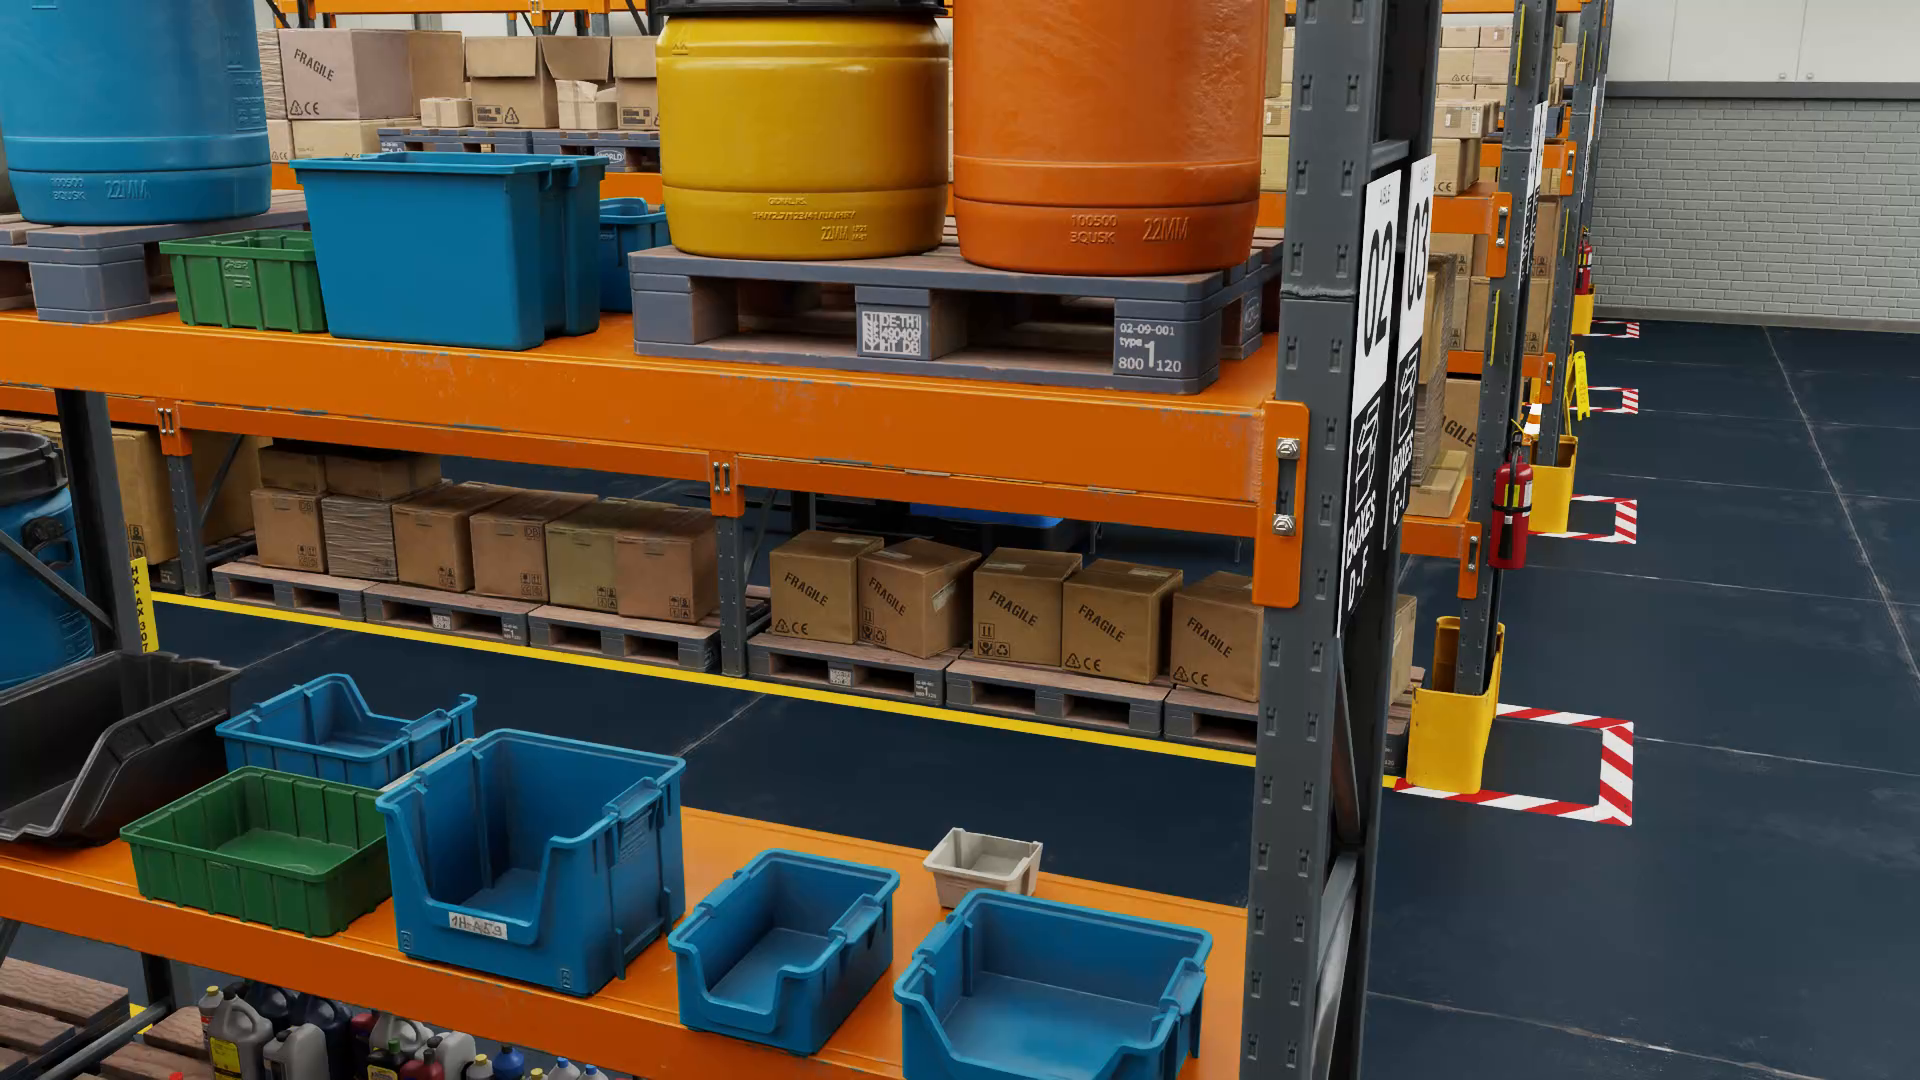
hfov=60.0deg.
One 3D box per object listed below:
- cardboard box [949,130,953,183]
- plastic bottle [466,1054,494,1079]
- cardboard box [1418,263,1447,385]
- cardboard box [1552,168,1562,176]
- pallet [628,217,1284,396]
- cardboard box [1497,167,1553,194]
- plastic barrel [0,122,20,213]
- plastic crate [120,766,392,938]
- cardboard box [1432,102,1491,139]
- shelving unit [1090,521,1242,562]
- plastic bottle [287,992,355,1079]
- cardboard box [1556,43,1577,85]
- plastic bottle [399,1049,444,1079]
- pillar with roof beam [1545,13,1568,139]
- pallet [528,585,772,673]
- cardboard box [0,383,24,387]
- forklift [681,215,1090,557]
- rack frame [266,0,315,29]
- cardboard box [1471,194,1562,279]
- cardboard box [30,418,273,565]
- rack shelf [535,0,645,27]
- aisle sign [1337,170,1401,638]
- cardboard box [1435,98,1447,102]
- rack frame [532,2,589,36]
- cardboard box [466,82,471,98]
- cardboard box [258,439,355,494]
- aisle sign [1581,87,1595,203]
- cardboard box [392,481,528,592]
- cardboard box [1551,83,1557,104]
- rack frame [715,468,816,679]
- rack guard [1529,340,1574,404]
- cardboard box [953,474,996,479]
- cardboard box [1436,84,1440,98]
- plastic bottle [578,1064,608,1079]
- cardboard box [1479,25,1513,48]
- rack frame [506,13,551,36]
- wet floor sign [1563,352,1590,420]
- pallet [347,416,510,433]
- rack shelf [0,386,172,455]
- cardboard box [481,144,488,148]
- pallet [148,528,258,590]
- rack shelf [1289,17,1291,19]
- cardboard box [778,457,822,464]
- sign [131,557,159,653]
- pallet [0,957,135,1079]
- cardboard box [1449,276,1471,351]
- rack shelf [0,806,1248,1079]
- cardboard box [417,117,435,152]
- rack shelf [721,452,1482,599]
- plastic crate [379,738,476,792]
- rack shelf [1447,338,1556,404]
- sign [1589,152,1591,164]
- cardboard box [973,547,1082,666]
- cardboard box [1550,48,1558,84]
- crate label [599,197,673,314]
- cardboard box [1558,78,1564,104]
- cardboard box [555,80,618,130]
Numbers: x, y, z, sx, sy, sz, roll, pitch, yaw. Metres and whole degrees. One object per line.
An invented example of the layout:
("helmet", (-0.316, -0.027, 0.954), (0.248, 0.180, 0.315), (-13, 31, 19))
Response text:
("cardboard box", (0.158, -1.935, 8.349), (0.500, 0.250, 0.500), (6, 17, 18))
("plastic bottle", (-1.483, 1.698, 5.175), (0.097, 0.201, 0.097), (0, 16, 0))
("cardboard box", (1.999, -1.040, 7.869), (0.500, 0.500, 0.500), (6, 17, 21))
("cardboard box", (7.645, -4.719, 21.172), (0.250, 0.149, 0.380), (6, 17, 21))
("pallet", (0.051, -0.552, 3.653), (1.213, 0.211, 1.003), (6, 17, 21))
("cardboard box", (5.682, -3.613, 16.734), (0.500, 0.500, 0.700), (6, 17, 19))
("plastic barrel", (-2.608, -1.102, 4.256), (0.421, 0.512, 0.421), (0, 16, 0))
("plastic crate", (-1.778, 0.813, 4.374), (0.662, 0.188, 0.450), (6, 17, 21))
("cardboard box", (2.229, -1.884, 7.457), (0.250, 0.149, 0.380), (6, 17, 21))
("shelving unit", (1.485, -0.661, 11.759), (1.048, 1.500, 0.538), (3, 16, 11))
("plastic bottle", (-2.053, 1.570, 5.346), (0.185, 0.351, 0.144), (5, 17, 18))
("cardboard box", (7.554, -5.955, 20.813), (0.500, 0.500, 0.500), (7, 18, 22))
("plastic bottle", (-1.642, 1.681, 5.086), (0.133, 0.283, 0.061), (6, 17, 21))
("pillar with roof beam", (6.159, -6.304, 17.748), (0.400, 9.000, 9.100), (6, 17, 21))
("pallet", (-1.844, 0.474, 10.162), (1.213, 0.211, 1.003), (6, 17, 21))
("cardboard box", (-6.336, -1.334, 11.209), (0.500, 0.500, 0.500), (6, 17, 19))
("forklift", (-0.585, -1.473, 11.990), (3.031, 2.935, 1.130), (6, 17, 21))
("rack frame", (-6.648, -5.761, 15.878), (0.127, 3.000, 1.000), (6, 17, 21))
("cardboard box", (4.185, -2.291, 12.480), (0.550, 0.550, 0.875), (6, 17, 21))
("cardboard box", (-5.475, -0.452, 11.409), (0.875, 0.875, 1.225), (5, 17, 18))
("rack shelf", (-3.065, -6.313, 19.787), (4.000, 0.370, 1.077), (6, 17, 21))
("aisle sign", (0.742, -0.256, 3.013), (0.004, 0.787, 0.394), (6, 17, 21))
("cardboard box", (2.225, -2.076, 8.119), (0.250, 0.149, 0.380), (7, 17, 22))
("rack frame", (-4.925, -7.055, 20.336), (0.127, 3.000, 1.000), (6, 17, 21))
("cardboard box", (-4.485, -4.052, 15.191), (0.500, 0.500, 0.500), (6, 17, 21))
("cardboard box", (-4.206, -0.505, 10.883), (0.500, 0.250, 0.500), (7, 18, 23))
("aisle sign", (4.471, -2.816, 11.831), (0.004, 0.787, 0.394), (6, 17, 21))
("cardboard box", (-3.159, -0.033, 10.601), (0.500, 0.500, 0.700), (8, 18, 25))
("cardboard box", (4.314, -3.340, 12.438), (0.250, 0.149, 0.380), (6, 17, 21))
("rack frame", (-1.119, -0.786, 9.500), (0.127, 3.000, 1.000), (6, 17, 21))
("rack guard", (6.167, -1.754, 17.319), (0.348, 0.500, 1.175), (6, 17, 21))
("cardboard box", (0.142, -0.444, 8.772), (0.250, 0.149, 0.380), (6, 17, 21))
("cardboard box", (3.374, -3.246, 12.114), (0.250, 0.149, 0.380), (6, 17, 21))
("plastic bottle", (-1.107, 1.706, 5.023), (0.097, 0.271, 0.097), (0, 16, 0))
("cardboard box", (3.846, -3.578, 11.824), (0.250, 0.149, 0.380), (6, 17, 21))
("rack frame", (-6.829, -8.752, 26.181), (0.127, 3.000, 1.000), (6, 17, 21))
("wet floor sign", (6.022, -1.519, 16.249), (0.232, 0.644, 0.267), (14, 21, 40))
("pallet", (-2.984, -0.911, 10.275), (1.213, 0.211, 1.003), (6, 17, 21))
("rack shelf", (-6.701, -1.054, 11.715), (4.000, 0.370, 1.077), (6, 17, 21))
("cardboard box", (-6.005, -5.067, 21.112), (0.250, 0.149, 0.380), (6, 17, 20))
("pallet", (-5.546, 0.044, 11.643), (1.213, 0.211, 1.003), (6, 17, 21))
("rack shelf", (2.474, -7.192, 22.813), (4.000, 0.370, 1.077), (6, 17, 21))
("cardboard box", (-0.802, -0.536, 9.091), (0.250, 0.149, 0.380), (6, 17, 21))
("sign", (-2.725, 0.224, 5.524), (0.005, 0.325, 0.100), (6, 17, 21))
("pallet", (-3.682, 1.768, 5.706), (1.213, 0.211, 1.003), (6, 17, 21))
("cardboard box", (3.634, -1.801, 12.730), (0.550, 0.550, 0.875), (6, 17, 21))
("rack shelf", (-1.076, 1.049, 4.471), (4.000, 0.370, 1.077), (6, 17, 21))
("cardboard box", (-3.376, -2.479, 10.222), (0.500, 0.250, 0.500), (7, 18, 22))
("rack shelf", (0.741, -0.236, 8.896), (4.000, 0.370, 1.077), (6, 17, 21))
("plastic crate", (-1.333, 0.726, 4.766), (0.437, 0.136, 0.530), (6, 17, 21))
("rack shelf", (2.655, -1.512, 13.291), (4.000, 0.370, 1.077), (6, 17, 21))
("sign", (7.843, -4.765, 20.705), (0.005, 0.325, 0.100), (6, 17, 21))
("cardboard box", (0.380, 0.364, 9.270), (0.500, 0.500, 0.500), (5, 17, 16))
("cardboard box", (4.161, -3.530, 12.374), (0.500, 0.250, 0.500), (6, 17, 21))
("crate label", (-0.836, -0.738, 4.223), (0.408, 0.251, 0.502), (6, 17, 21))
("cardboard box", (5.868, -4.579, 16.920), (0.500, 0.250, 0.500), (6, 17, 20))
("cardboard box", (-2.031, -2.434, 9.284), (0.258, 0.266, 0.396), (7, 18, 23))
